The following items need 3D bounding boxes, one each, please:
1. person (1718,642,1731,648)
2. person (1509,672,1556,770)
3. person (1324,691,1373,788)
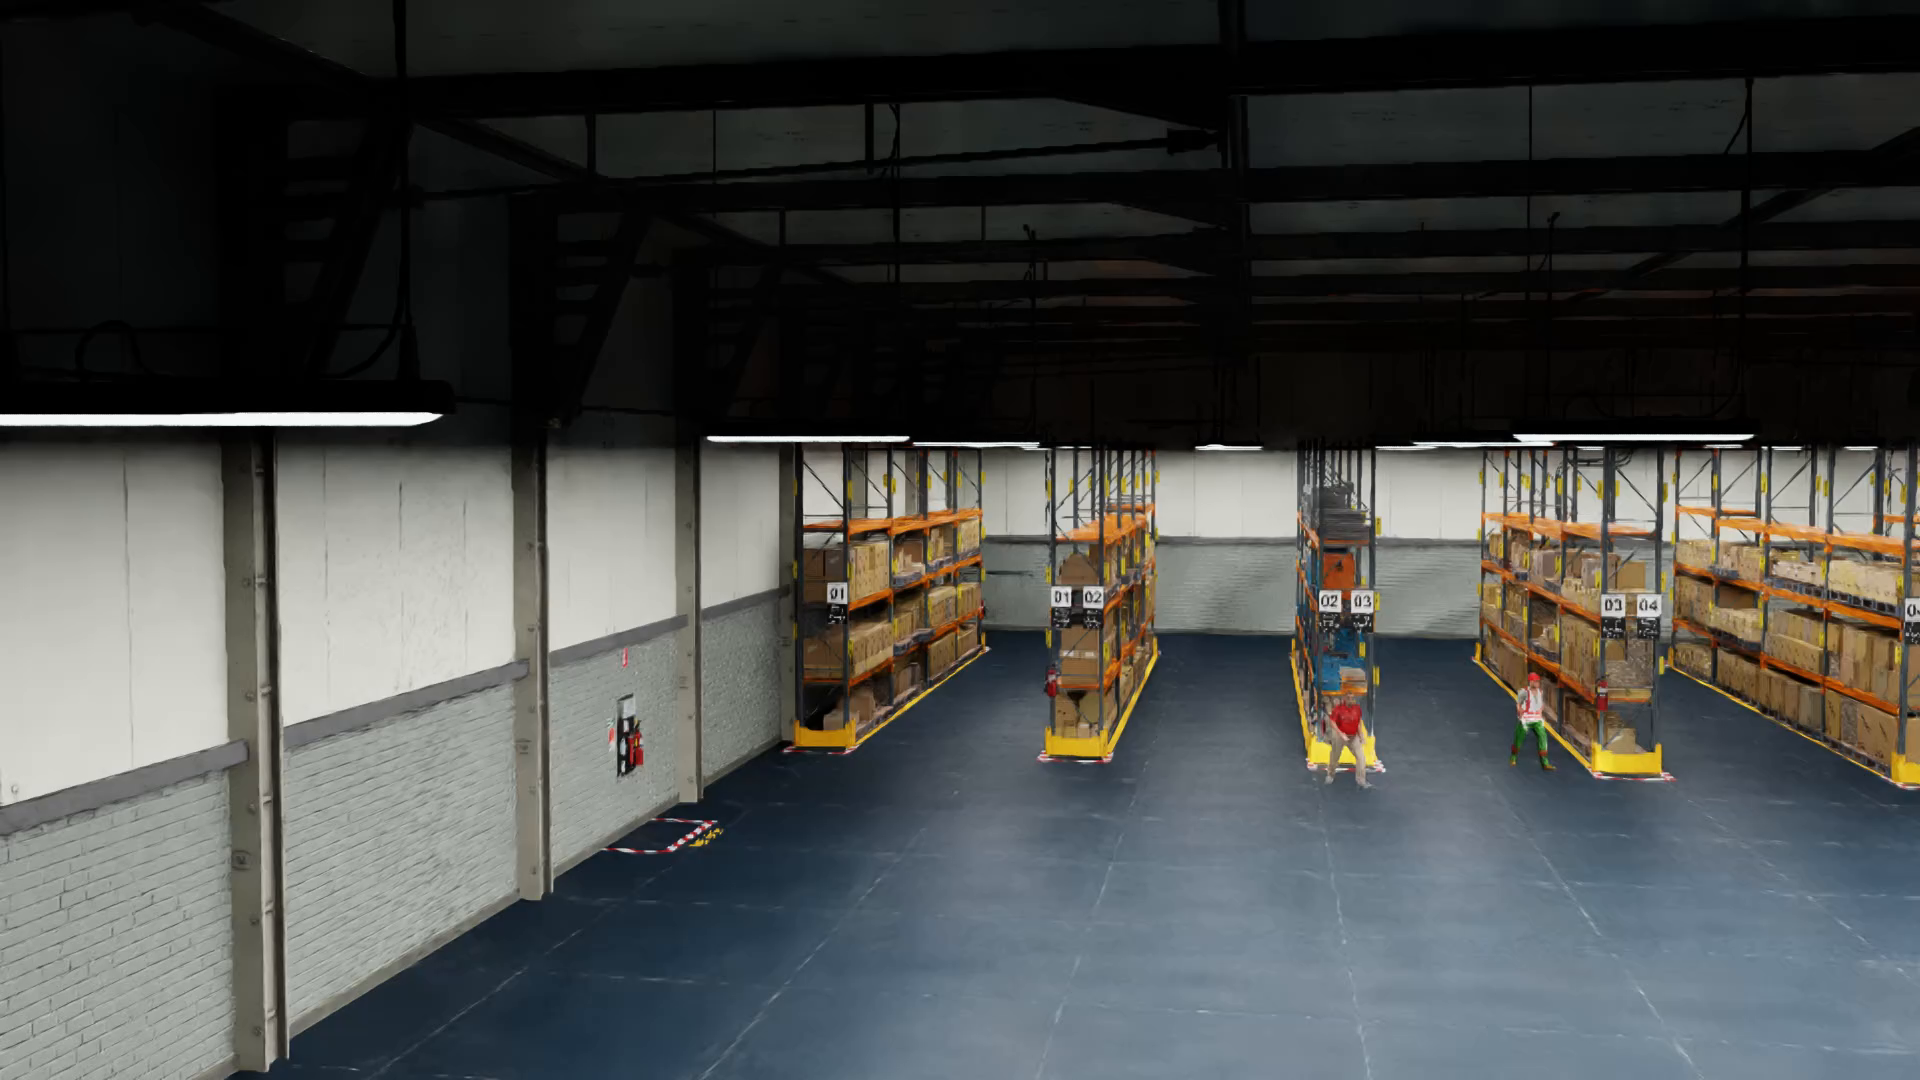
[{"bbox_3d":[21.899,2.309,47.920,0.575,1.770,0.626,-3,4,-44],"label":"person"},{"bbox_3d":[10.336,3.260,30.099,0.611,1.752,0.871,-1,3,-12],"label":"person"},{"bbox_3d":[6.610,3.376,28.429,0.700,1.658,0.834,0,3,-7],"label":"person"}]
